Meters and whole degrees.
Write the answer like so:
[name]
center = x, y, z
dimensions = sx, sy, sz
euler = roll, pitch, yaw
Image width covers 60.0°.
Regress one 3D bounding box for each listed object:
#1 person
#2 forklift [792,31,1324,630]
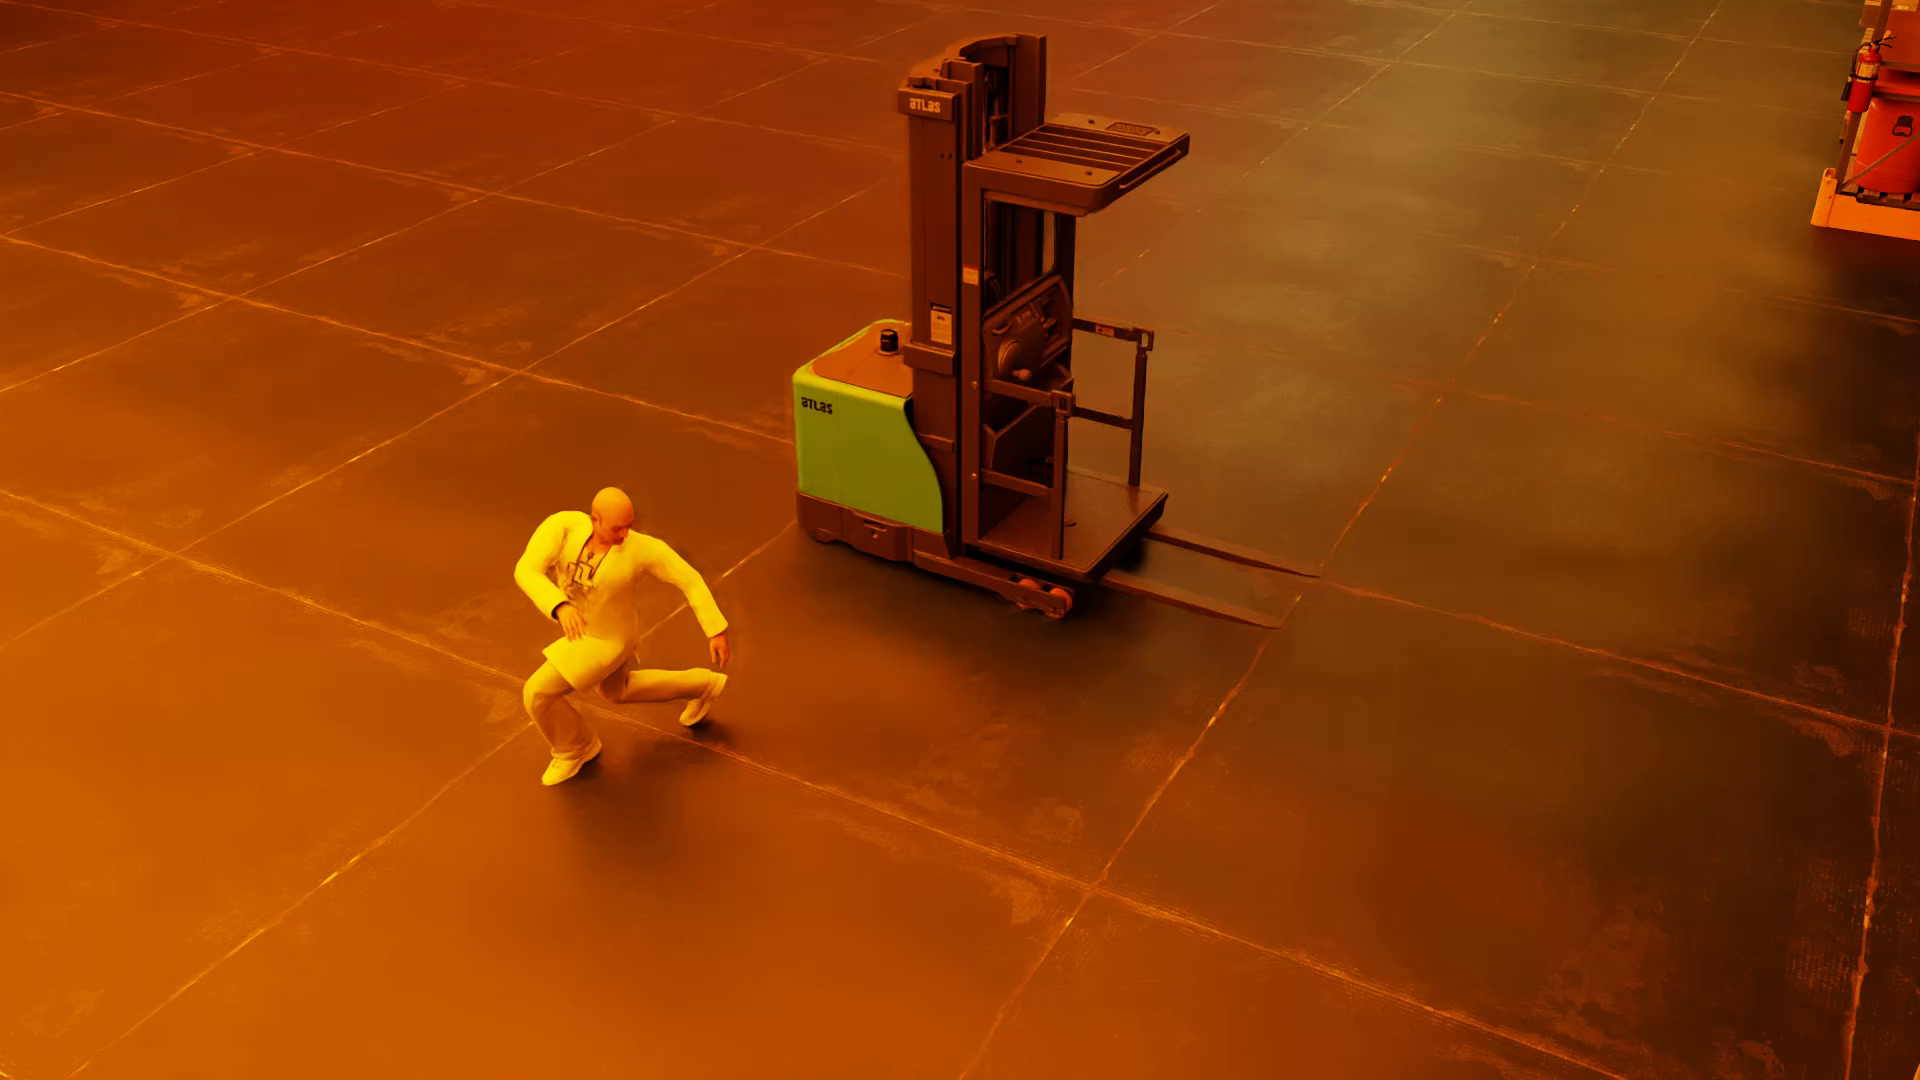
[person]
center = -1.576, 0.425, 7.821
dimensions = 0.985, 1.536, 0.740
euler = -22, 37, -34
[forklift]
center = 0.550, -1.136, 9.039
dimensions = 3.031, 2.935, 1.130
euler = 16, 34, 26
